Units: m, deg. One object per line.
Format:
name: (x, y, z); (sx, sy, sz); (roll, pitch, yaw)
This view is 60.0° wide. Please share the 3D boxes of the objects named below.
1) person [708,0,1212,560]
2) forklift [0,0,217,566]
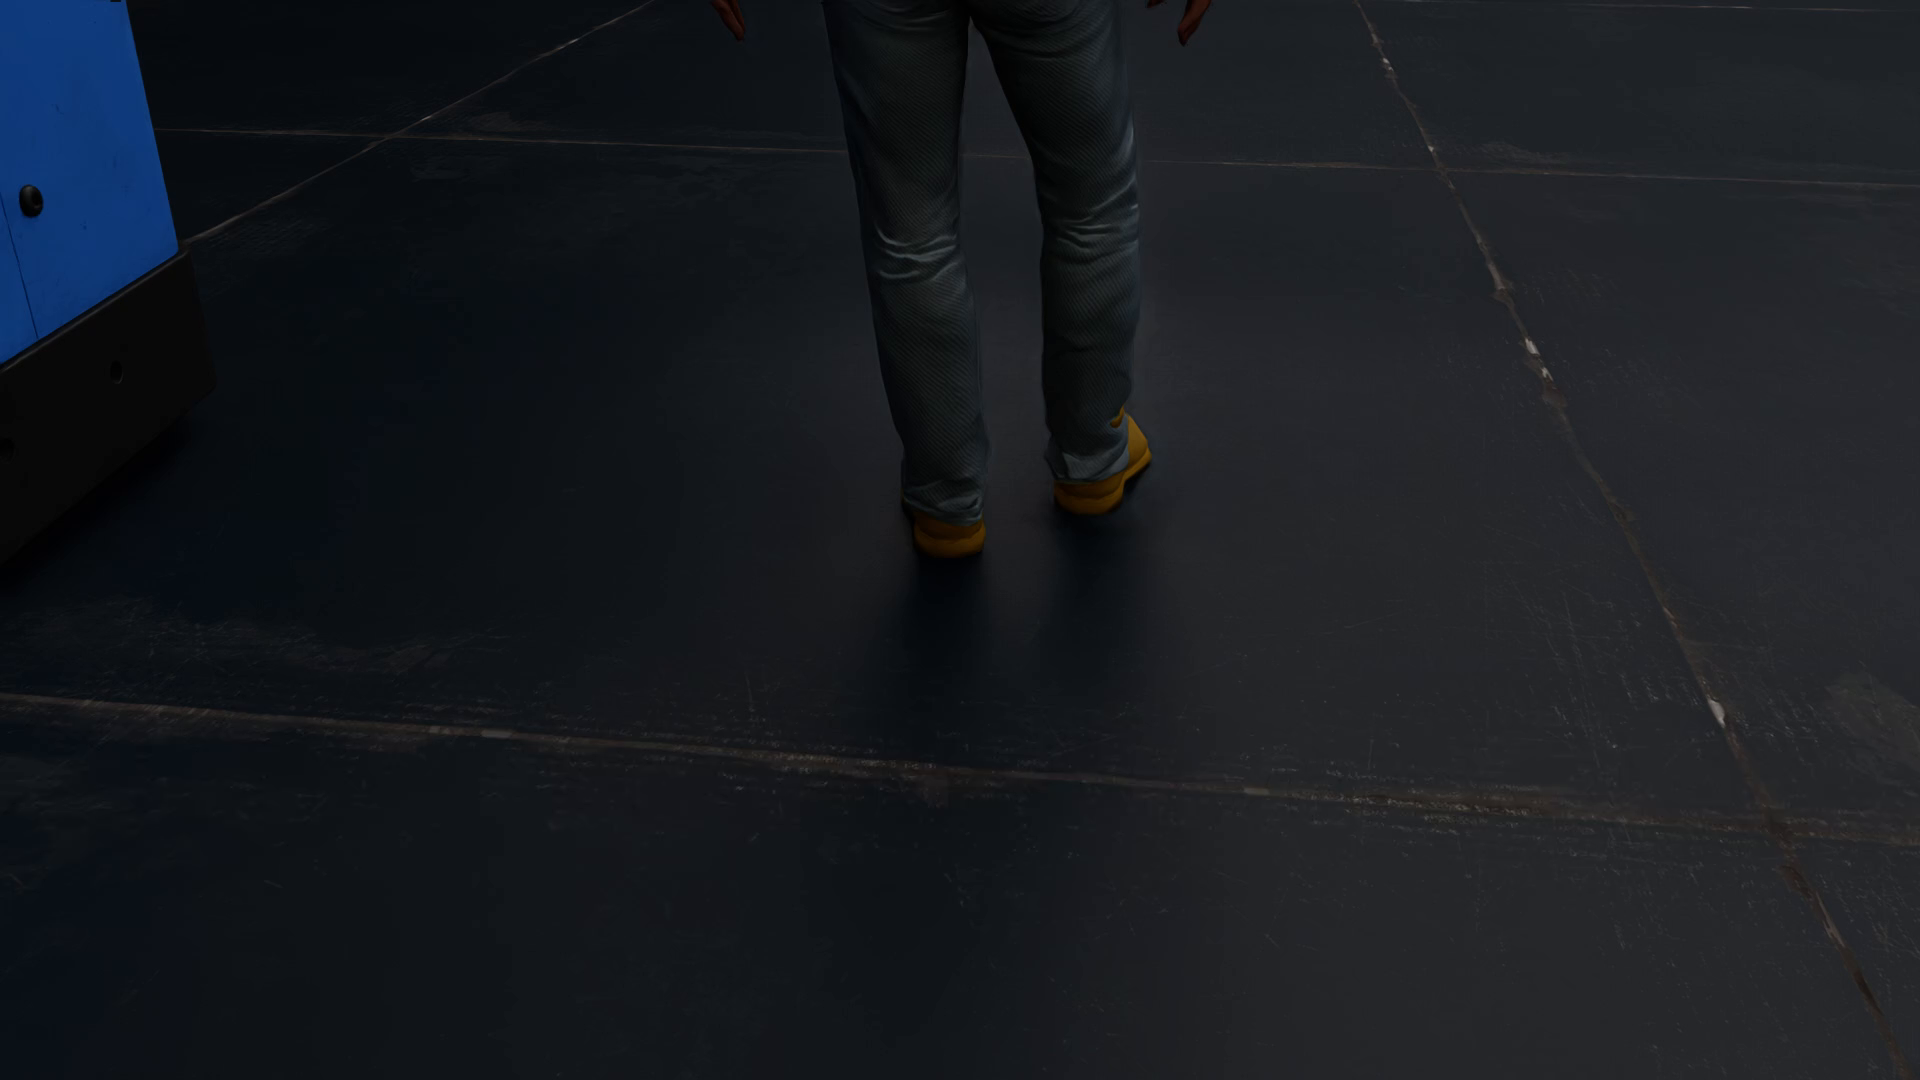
person: (-0.010, -0.834, 2.207); (0.701, 1.764, 0.530); (0, 27, 0)
forklift: (-2.812, -1.342, 1.908); (3.031, 2.935, 1.130); (1, 27, 2)
